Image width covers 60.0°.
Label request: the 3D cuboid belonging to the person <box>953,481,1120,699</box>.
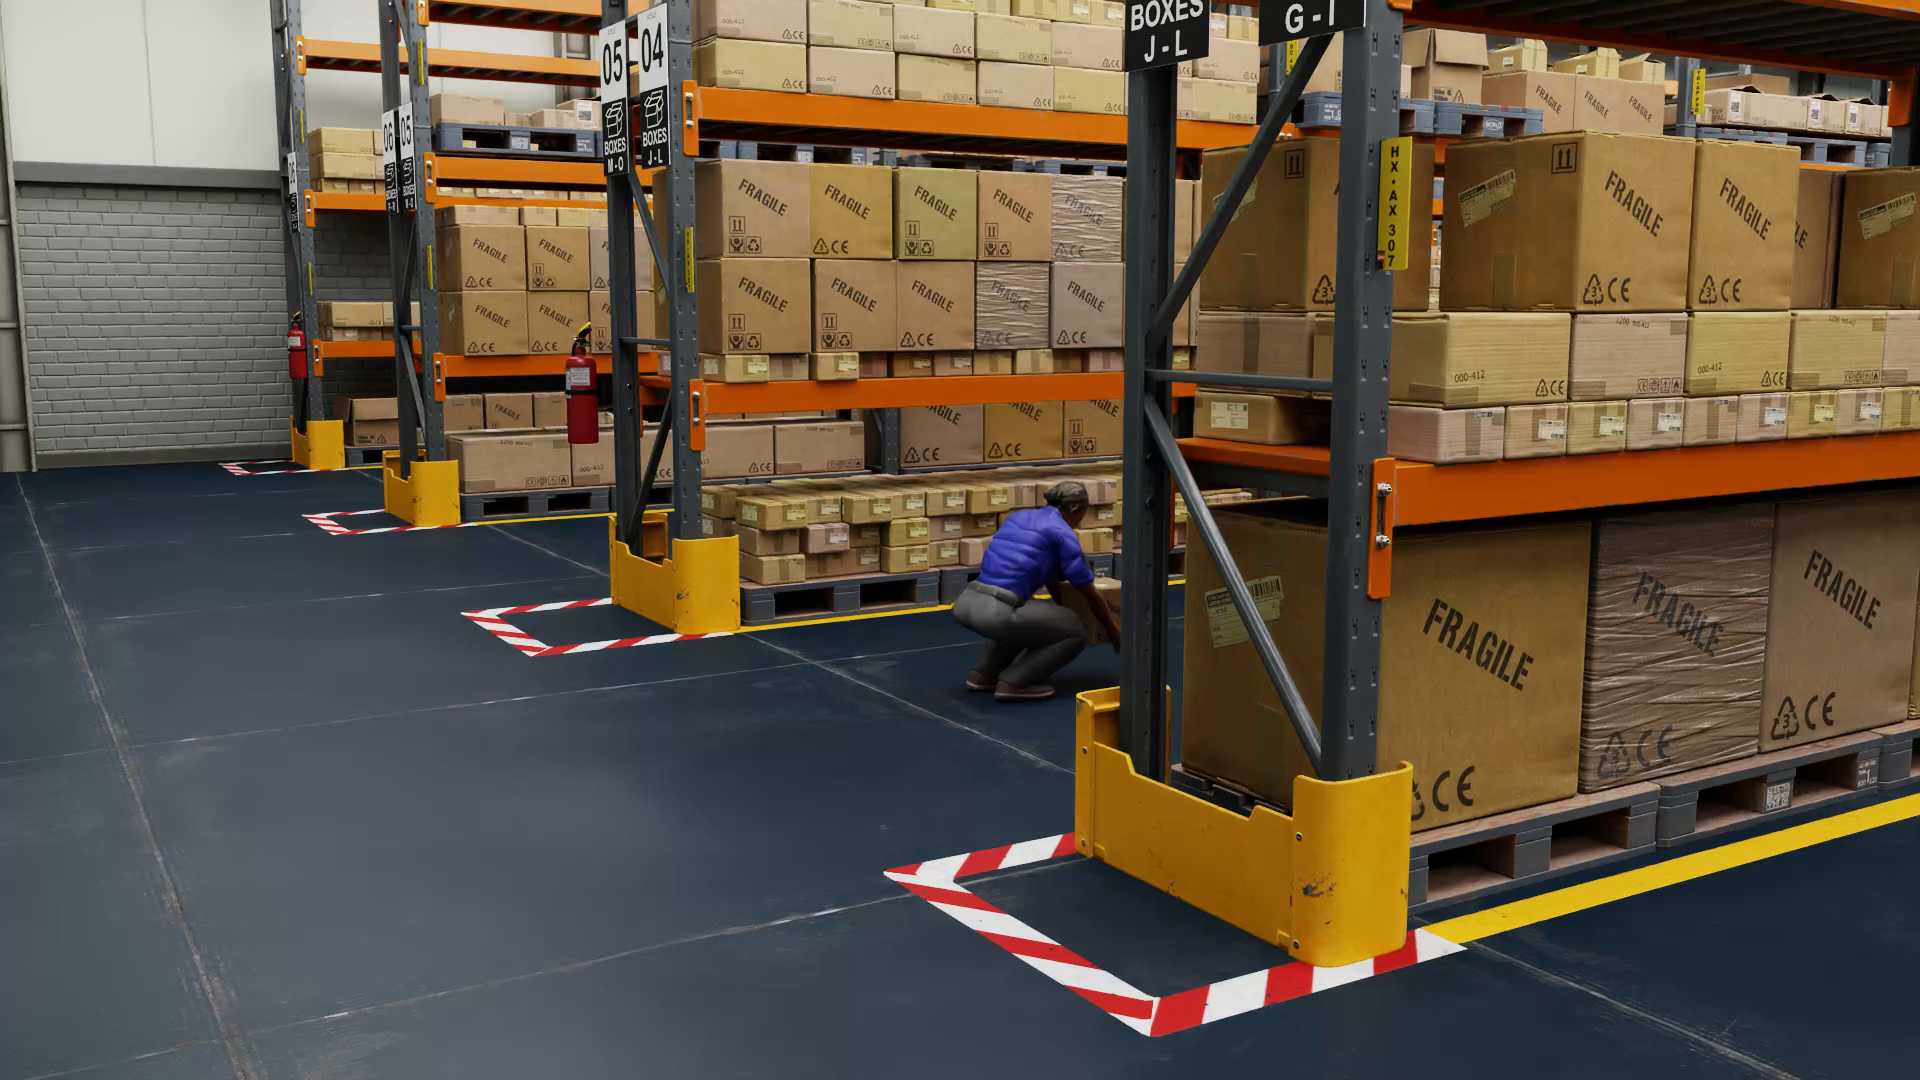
[{"bbox_3d":[0.358,0.217,7.434,0.829,0.934,0.486,-5,10,-32],"label":"person"}]
